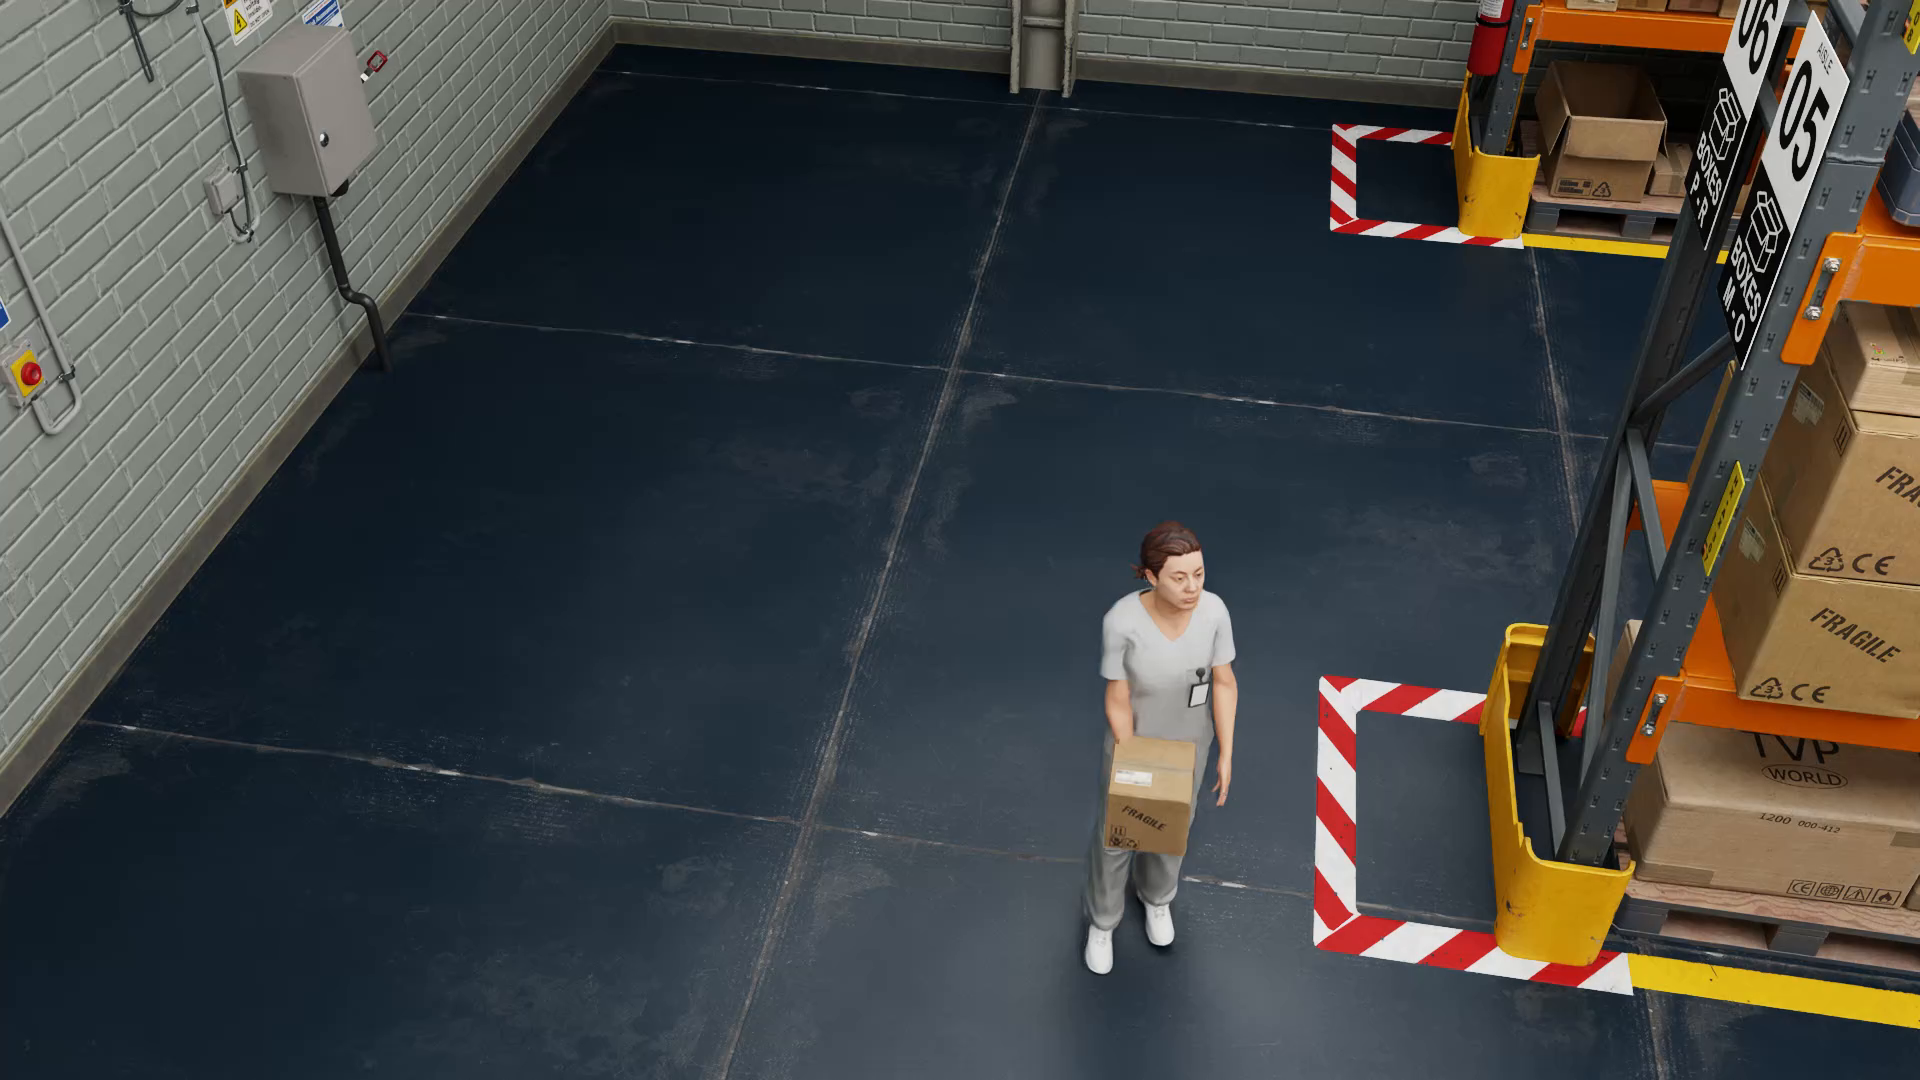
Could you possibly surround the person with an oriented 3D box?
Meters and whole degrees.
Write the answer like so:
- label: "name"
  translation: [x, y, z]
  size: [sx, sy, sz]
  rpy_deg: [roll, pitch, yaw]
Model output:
- label: "person"
  translation: [0.634, 0.683, 5.361]
  size: [0.500, 1.678, 0.514]
  rpy_deg: [-10, 42, -11]
